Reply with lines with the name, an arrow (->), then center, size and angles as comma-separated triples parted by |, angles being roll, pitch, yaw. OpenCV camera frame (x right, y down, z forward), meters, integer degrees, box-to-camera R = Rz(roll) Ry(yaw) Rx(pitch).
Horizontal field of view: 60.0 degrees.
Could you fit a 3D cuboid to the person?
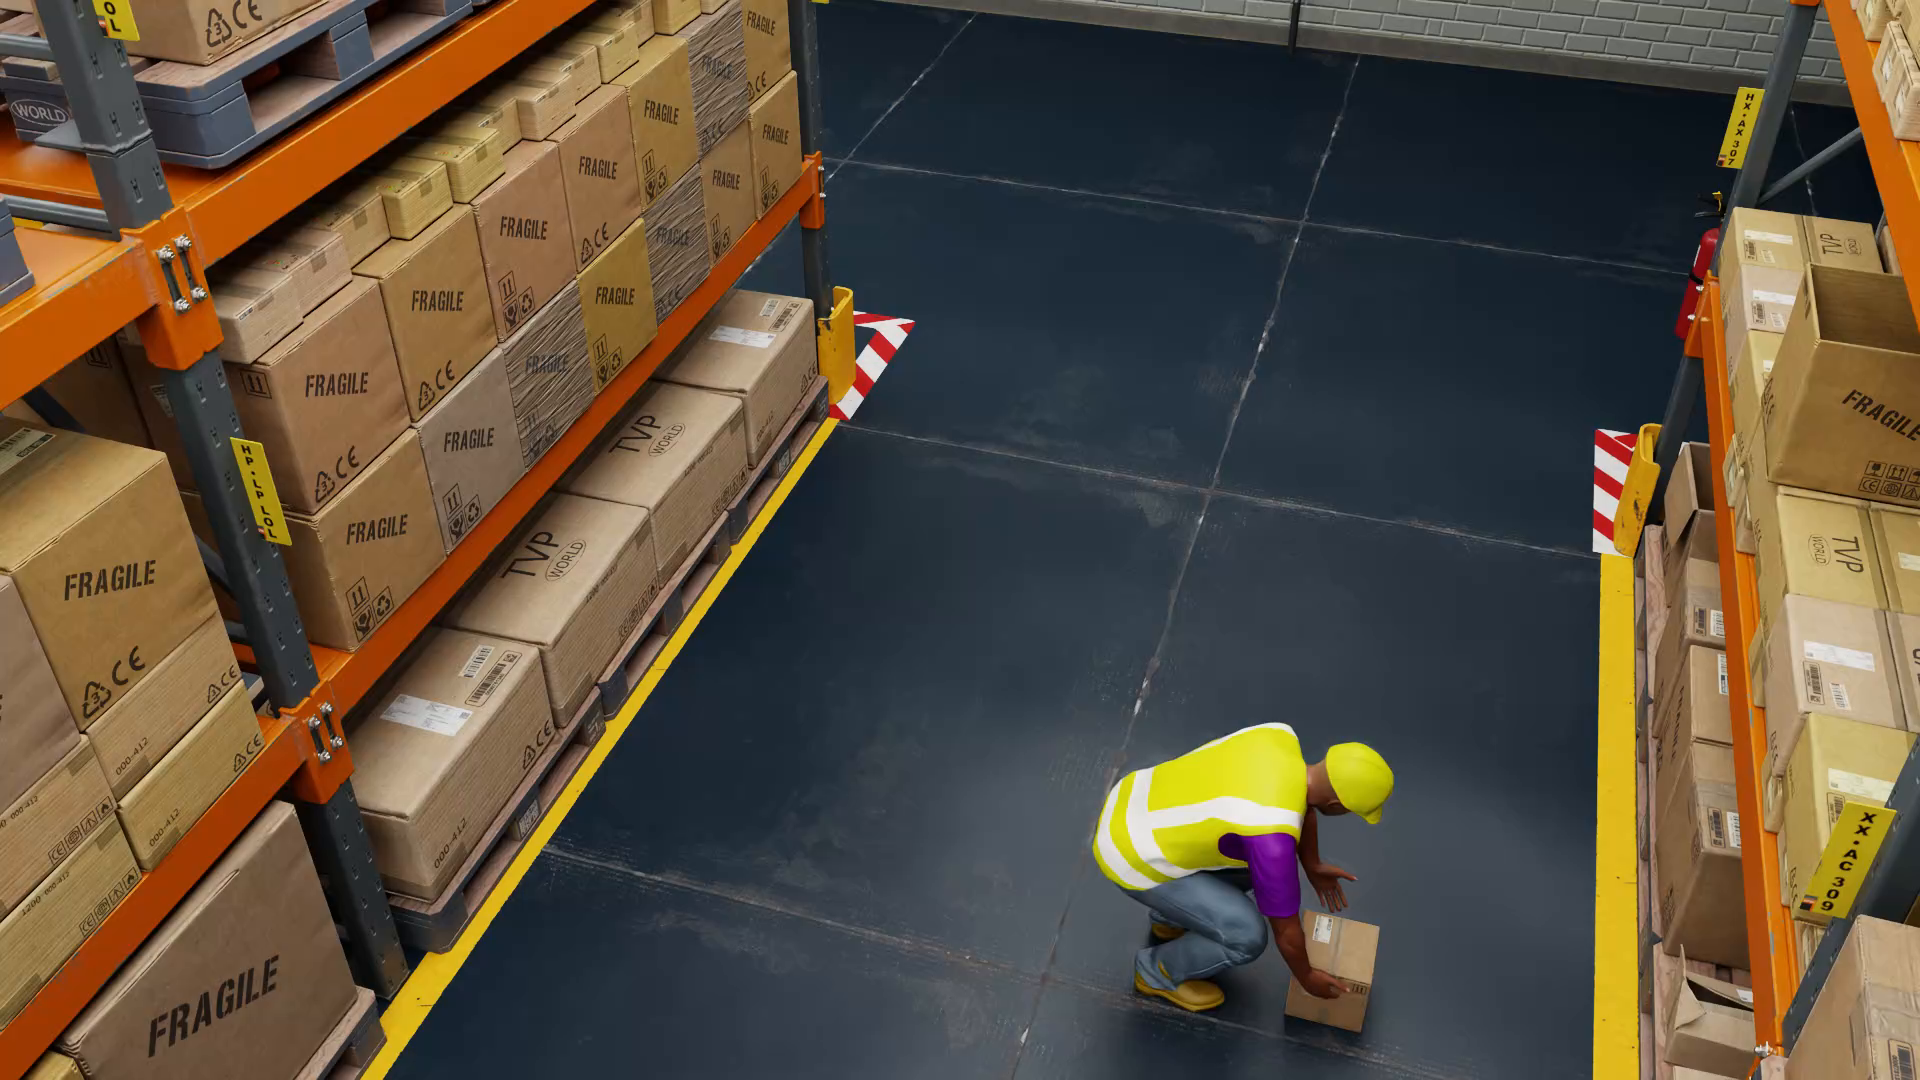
person -> 0.886, 1.009, 5.373 | 0.880, 1.063, 0.597 | 11, 38, 14
